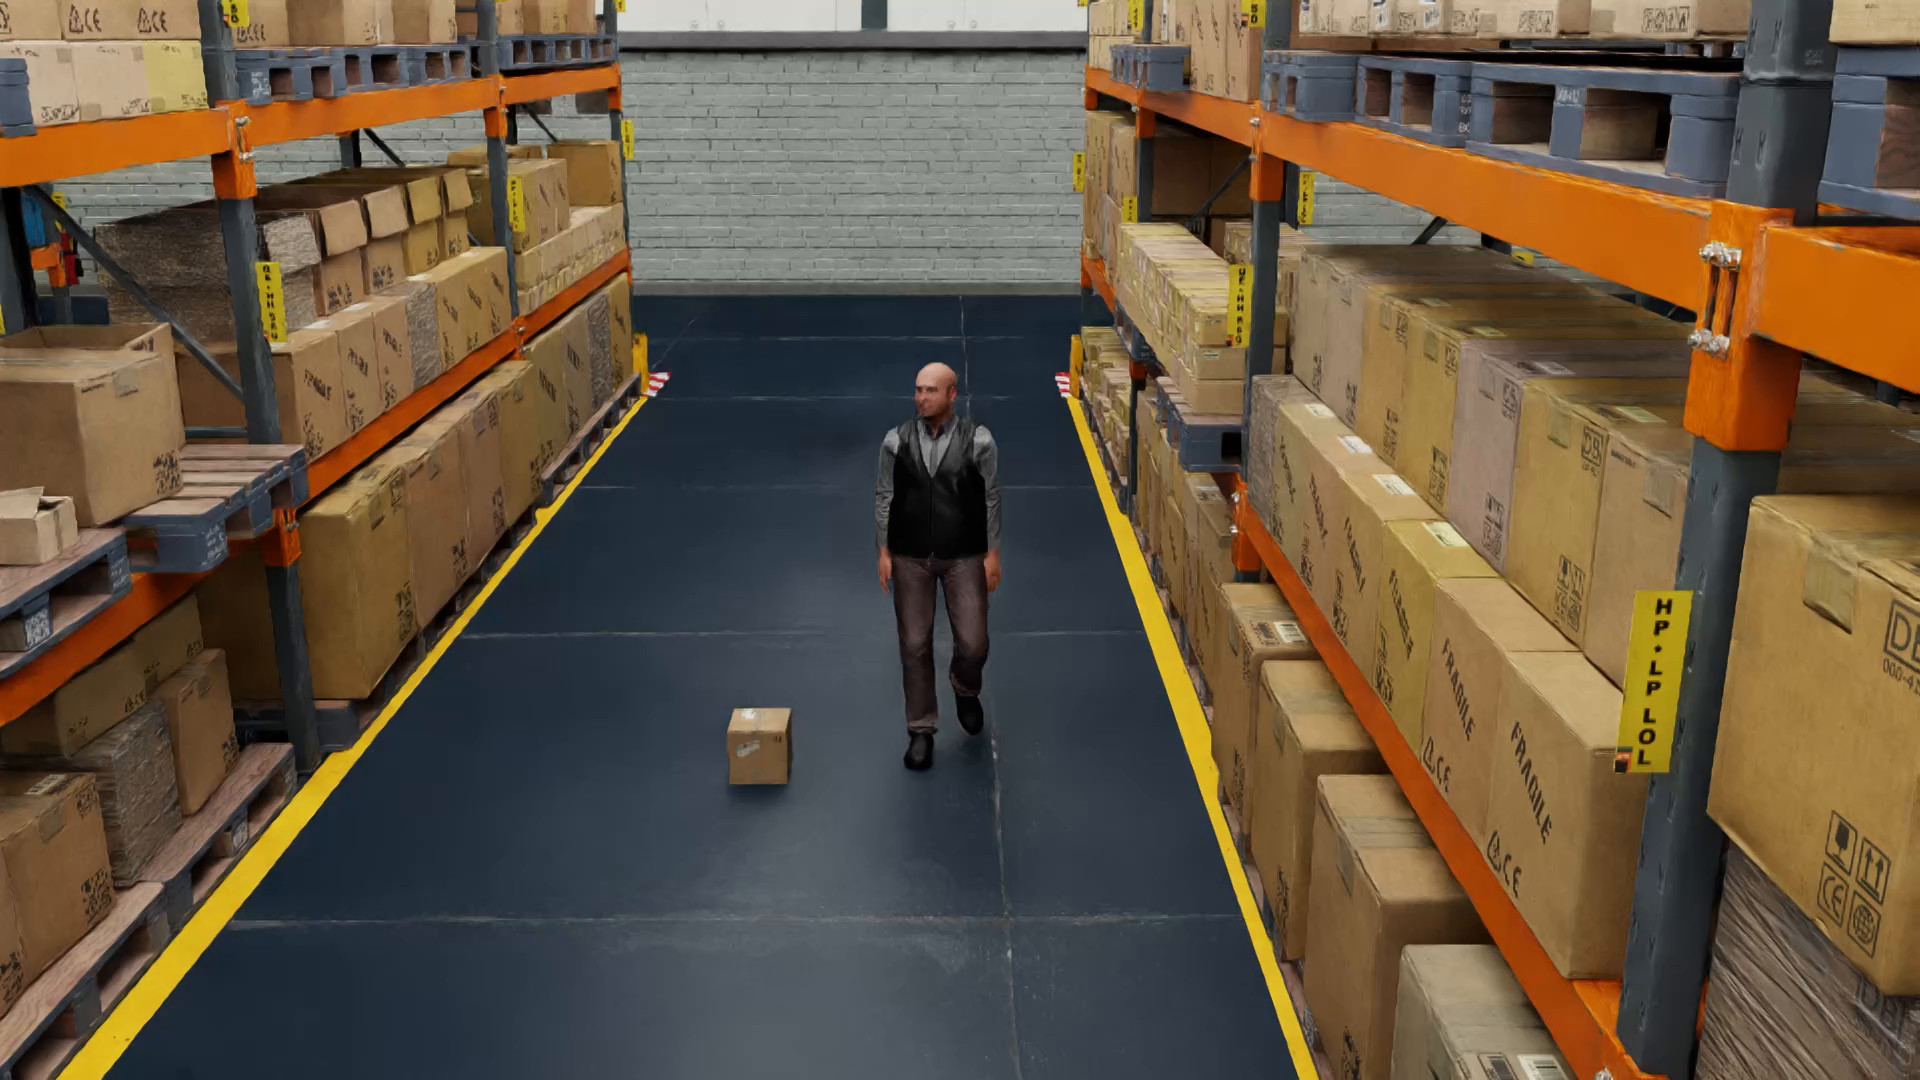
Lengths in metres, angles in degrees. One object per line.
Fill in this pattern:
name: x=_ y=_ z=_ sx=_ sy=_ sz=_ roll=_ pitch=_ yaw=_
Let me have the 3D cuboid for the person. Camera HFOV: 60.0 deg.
person: x=-0.109 y=0.101 z=7.242 sx=0.563 sy=1.715 sz=0.572 roll=2 pitch=17 yaw=6
